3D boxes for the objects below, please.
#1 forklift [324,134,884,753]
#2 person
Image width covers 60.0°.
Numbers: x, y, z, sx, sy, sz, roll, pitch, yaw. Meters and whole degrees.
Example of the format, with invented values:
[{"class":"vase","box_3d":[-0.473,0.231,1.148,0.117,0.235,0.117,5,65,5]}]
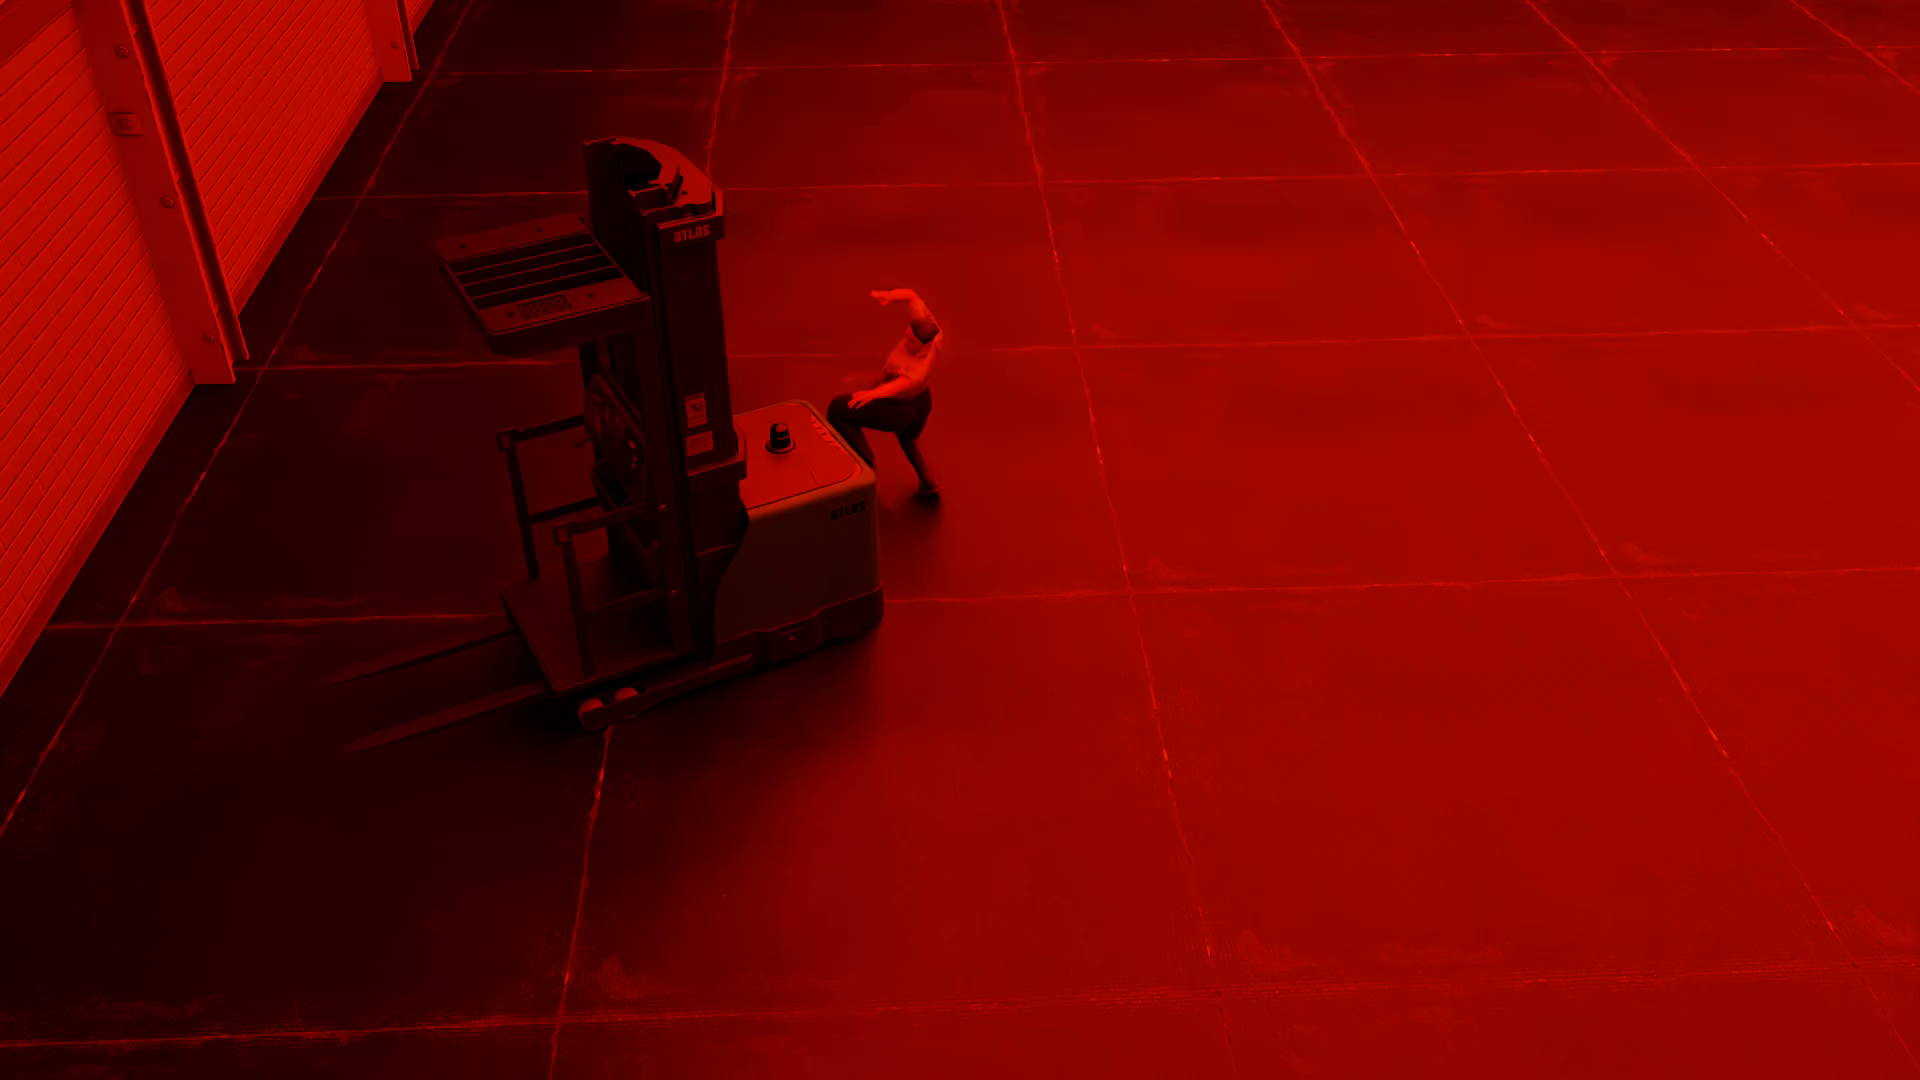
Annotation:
[{"class":"forklift","box_3d":[-1.988,-0.506,8.705,3.031,2.935,1.130,-18,40,-23]},{"class":"person","box_3d":[-0.580,-0.829,10.417,0.815,1.509,1.021,24,42,29]}]
